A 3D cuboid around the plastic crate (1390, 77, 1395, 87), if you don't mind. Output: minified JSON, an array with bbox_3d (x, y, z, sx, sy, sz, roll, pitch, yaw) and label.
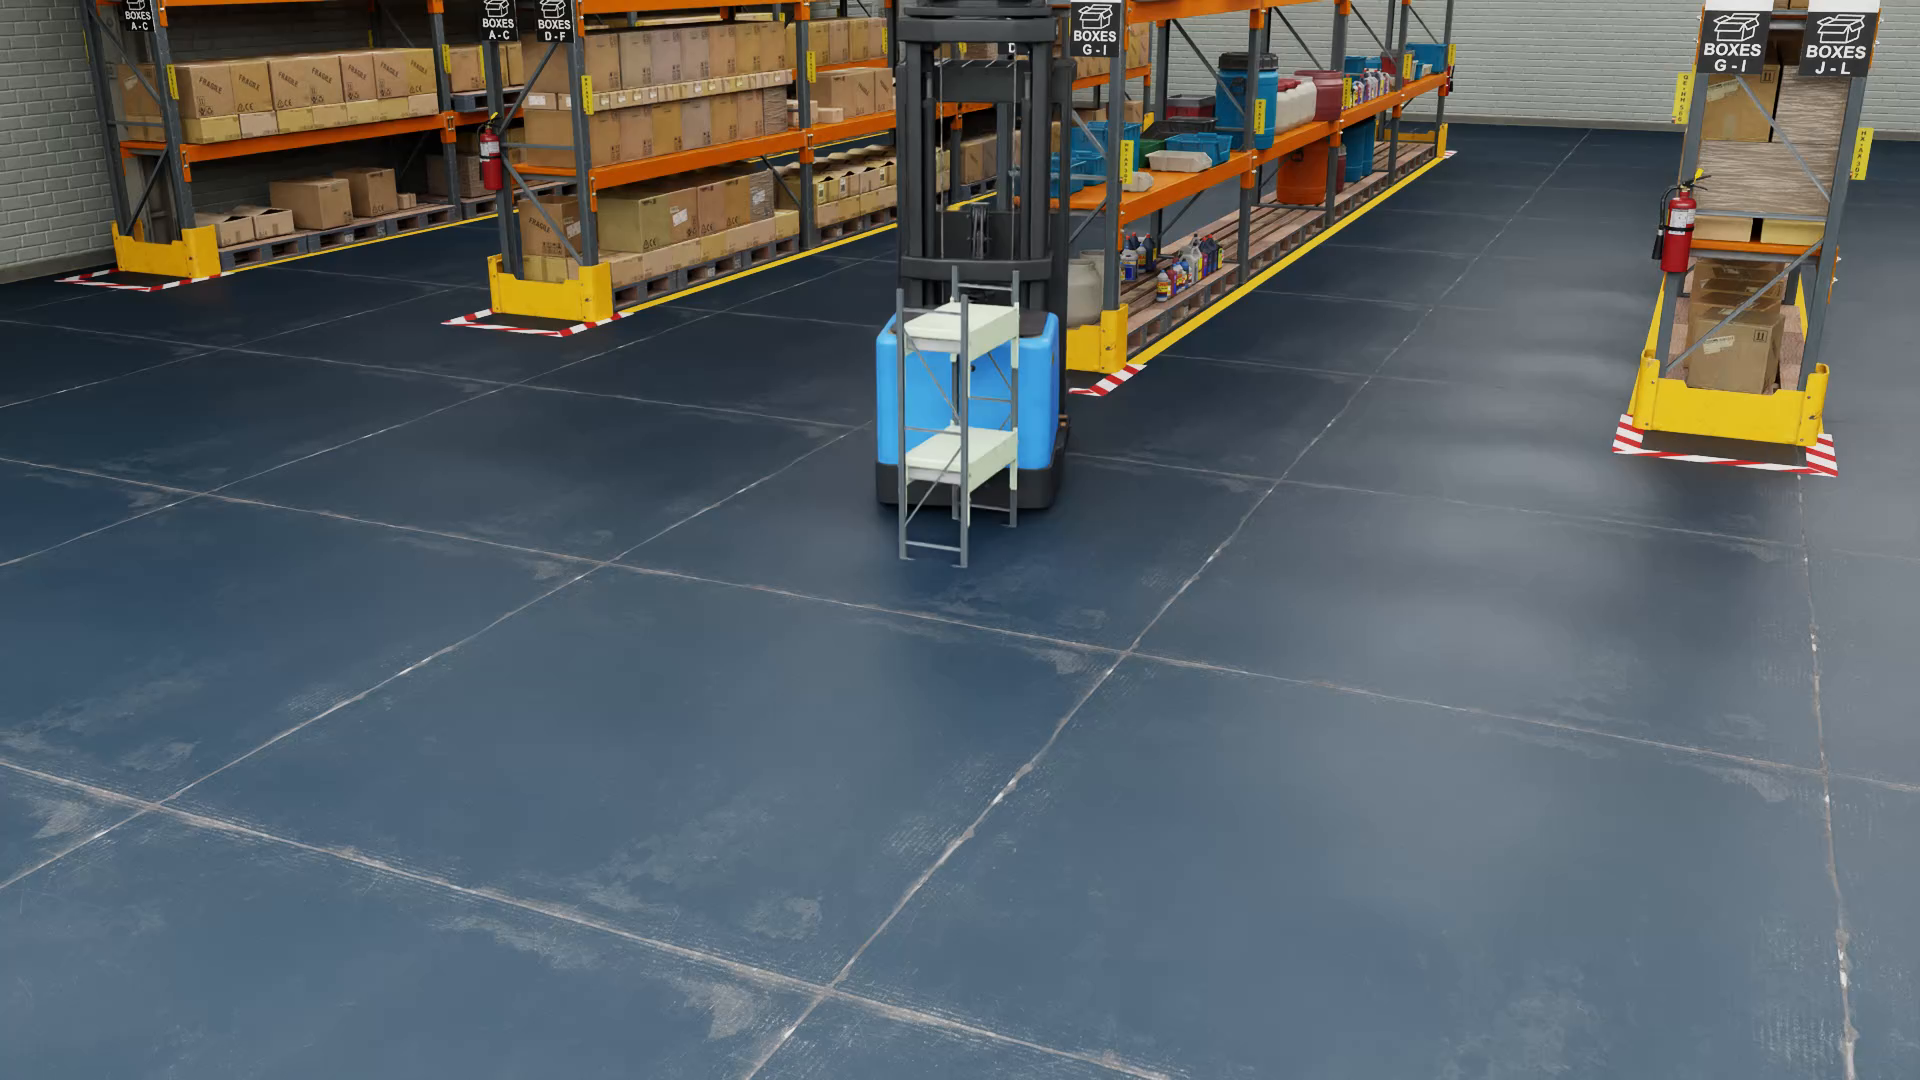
[{"bbox_3d":[6.004,-6.523,23.637,0.396,0.136,0.243,9,21,23],"label":"plastic crate"}]

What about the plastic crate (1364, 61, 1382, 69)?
[{"bbox_3d":[6.258,-7.144,25.240,0.416,0.233,0.300,9,21,23],"label":"plastic crate"}]

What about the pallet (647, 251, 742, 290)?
[{"bbox_3d":[-2.972,-2.806,17.043,1.003,0.211,1.213,9,21,23],"label":"pallet"}]

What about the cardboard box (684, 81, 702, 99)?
[{"bbox_3d":[-2.761,-4.421,16.307,0.380,0.149,0.250,9,21,23],"label":"cardboard box"}]

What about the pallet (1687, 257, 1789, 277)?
[{"bbox_3d":[7.742,-2.670,16.660,1.003,0.211,1.213,9,21,23],"label":"pallet"}]

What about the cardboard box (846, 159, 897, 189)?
[{"bbox_3d":[-1.085,-4.460,20.174,0.500,0.311,0.500,9,22,24],"label":"cardboard box"}]

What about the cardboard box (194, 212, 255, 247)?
[{"bbox_3d":[-7.903,-3.327,17.703,0.500,0.311,0.500,6,20,17],"label":"cardboard box"}]

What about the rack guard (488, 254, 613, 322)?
[{"bbox_3d":[-3.758,-2.323,15.256,1.175,0.500,0.348,9,21,23],"label":"rack guard"}]

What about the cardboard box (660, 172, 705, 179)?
[{"bbox_3d":[-2.995,-3.582,17.423,0.500,0.500,0.500,9,21,23],"label":"cardboard box"}]

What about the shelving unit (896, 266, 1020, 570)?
[{"bbox_3d":[-0.002,-0.689,9.167,0.431,1.500,0.755,8,21,22],"label":"shelving unit"}]

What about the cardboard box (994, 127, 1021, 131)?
[{"bbox_3d":[0.810,-5.713,24.130,0.500,0.500,0.500,9,21,23],"label":"cardboard box"}]

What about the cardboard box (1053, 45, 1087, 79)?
[{"bbox_3d":[1.623,-7.342,25.489,0.500,0.500,0.500,9,22,24],"label":"cardboard box"}]

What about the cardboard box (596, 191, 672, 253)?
[{"bbox_3d":[-3.122,-3.051,15.928,0.500,0.500,0.500,9,21,23],"label":"cardboard box"}]

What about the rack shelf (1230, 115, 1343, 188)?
[{"bbox_3d":[3.226,-4.323,18.221,1.077,0.370,4.000,9,21,23],"label":"rack shelf"}]

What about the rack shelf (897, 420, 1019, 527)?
[{"bbox_3d":[-0.002,-0.382,9.276,0.431,0.370,0.720,8,21,22],"label":"rack shelf"}]

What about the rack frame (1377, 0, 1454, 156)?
[{"bbox_3d":[7.321,-7.719,26.697,1.000,3.000,0.127,9,21,23],"label":"rack frame"}]

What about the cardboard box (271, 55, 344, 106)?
[{"bbox_3d":[-7.170,-5.050,18.267,0.500,0.500,0.500,9,22,24],"label":"cardboard box"}]

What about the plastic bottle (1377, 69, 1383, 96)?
[{"bbox_3d":[5.606,-6.147,22.350,0.144,0.351,0.185,9,21,23],"label":"plastic bottle"}]

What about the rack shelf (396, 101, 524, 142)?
[{"bbox_3d":[-5.812,-5.682,22.044,1.077,0.370,4.000,9,21,23],"label":"rack shelf"}]

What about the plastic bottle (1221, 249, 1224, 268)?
[{"bbox_3d":[2.543,-2.786,16.345,0.097,0.201,0.097,0,20,0],"label":"plastic bottle"}]

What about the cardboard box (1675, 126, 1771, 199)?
[{"bbox_3d":[5.634,-2.669,11.904,0.875,0.500,0.500,9,21,23],"label":"cardboard box"}]

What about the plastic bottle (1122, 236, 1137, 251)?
[{"bbox_3d":[1.621,-2.762,16.056,0.144,0.351,0.185,8,21,20],"label":"plastic bottle"}]

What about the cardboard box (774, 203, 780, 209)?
[{"bbox_3d":[-2.205,-3.800,19.155,0.500,0.250,0.500,8,21,22],"label":"cardboard box"}]

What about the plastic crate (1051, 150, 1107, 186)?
[{"bbox_3d":[0.973,-3.149,14.070,0.499,0.251,0.408,9,21,23],"label":"plastic crate"}]

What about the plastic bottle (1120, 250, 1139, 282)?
[{"bbox_3d":[1.592,-2.584,15.667,0.152,0.276,0.135,9,21,23],"label":"plastic bottle"}]

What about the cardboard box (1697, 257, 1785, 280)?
[{"bbox_3d":[7.197,-2.585,15.335,0.700,0.500,0.500,7,21,19],"label":"cardboard box"}]

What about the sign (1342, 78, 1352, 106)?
[{"bbox_3d":[4.550,-5.277,19.586,0.100,0.325,0.005,9,21,23],"label":"sign"}]

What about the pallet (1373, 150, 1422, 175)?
[{"bbox_3d":[6.447,-5.787,25.425,1.003,0.211,1.213,9,21,23],"label":"pallet"}]

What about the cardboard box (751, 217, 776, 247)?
[{"bbox_3d":[-2.314,-3.310,17.778,0.500,0.250,0.500,9,21,23],"label":"cardboard box"}]

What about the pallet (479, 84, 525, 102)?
[{"bbox_3d":[-5.766,-5.932,21.957,1.003,0.211,1.213,9,21,23],"label":"pallet"}]

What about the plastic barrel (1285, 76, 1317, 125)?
[{"bbox_3d":[3.819,-4.982,18.835,0.421,0.512,0.421,0,20,0],"label":"plastic barrel"}]

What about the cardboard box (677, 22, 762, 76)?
[{"bbox_3d":[-2.492,-5.099,17.243,0.700,0.500,0.500,8,21,23],"label":"cardboard box"}]

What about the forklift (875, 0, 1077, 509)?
[{"bbox_3d":[0.174,-2.017,10.766,1.130,2.935,3.031,2,20,6],"label":"forklift"}]

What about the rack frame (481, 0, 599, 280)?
[{"bbox_3d":[-3.748,-3.509,14.858,1.000,3.000,0.127,9,21,23],"label":"rack frame"}]

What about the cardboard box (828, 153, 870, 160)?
[{"bbox_3d":[-1.373,-4.684,20.802,0.500,0.311,0.500,8,21,21],"label":"cardboard box"}]

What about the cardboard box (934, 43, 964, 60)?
[{"bbox_3d":[-0.317,-6.407,22.232,0.700,0.500,0.500,2,20,4],"label":"cardboard box"}]

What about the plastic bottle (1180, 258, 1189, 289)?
[{"bbox_3d":[2.061,-2.458,15.320,0.097,0.271,0.097,0,20,0],"label":"plastic bottle"}]

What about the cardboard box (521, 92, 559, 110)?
[{"bbox_3d":[-3.765,-4.004,15.134,0.380,0.149,0.250,8,21,22],"label":"cardboard box"}]

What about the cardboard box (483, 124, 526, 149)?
[{"bbox_3d":[-5.958,-5.315,21.891,0.500,0.250,0.500,8,21,21],"label":"cardboard box"}]

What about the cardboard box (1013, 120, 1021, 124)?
[{"bbox_3d":[0.746,-6.092,25.196,0.500,0.500,0.500,8,21,20],"label":"cardboard box"}]

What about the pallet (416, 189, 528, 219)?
[{"bbox_3d":[-6.313,-4.334,21.341,1.003,0.211,1.213,9,21,23],"label":"pallet"}]

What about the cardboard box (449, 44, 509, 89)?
[{"bbox_3d":[-6.156,-5.985,21.016,0.700,0.500,0.500,11,22,28],"label":"cardboard box"}]

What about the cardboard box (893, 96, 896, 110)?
[{"bbox_3d":[-0.943,-5.438,20.659,0.380,0.149,0.250,10,22,27],"label":"cardboard box"}]

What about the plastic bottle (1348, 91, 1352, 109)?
[{"bbox_3d":[4.803,-5.482,20.582,0.061,0.283,0.133,9,21,23],"label":"plastic bottle"}]

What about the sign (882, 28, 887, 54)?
[{"bbox_3d":[-0.971,-6.534,21.755,0.100,0.325,0.005,9,21,23],"label":"sign"}]

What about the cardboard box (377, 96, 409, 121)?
[{"bbox_3d":[-6.760,-5.011,19.277,0.500,0.250,0.500,9,21,23],"label":"cardboard box"}]

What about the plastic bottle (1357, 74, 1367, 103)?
[{"bbox_3d":[5.154,-5.810,21.403,0.144,0.351,0.185,9,21,23],"label":"plastic bottle"}]

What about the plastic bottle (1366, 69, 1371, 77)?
[{"bbox_3d":[5.474,-6.167,22.406,0.144,0.351,0.185,9,21,23],"label":"plastic bottle"}]

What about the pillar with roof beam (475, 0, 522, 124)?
[{"bbox_3d":[-2.387,-8.590,20.192,9.100,9.000,0.400,9,21,23],"label":"pillar with roof beam"}]

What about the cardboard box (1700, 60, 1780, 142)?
[{"bbox_3d":[5.288,-3.009,11.366,0.500,0.500,0.500,9,21,23],"label":"cardboard box"}]

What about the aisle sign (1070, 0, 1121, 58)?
[{"bbox_3d":[1.007,-3.990,12.333,0.394,0.787,0.004,9,21,23],"label":"aisle sign"}]

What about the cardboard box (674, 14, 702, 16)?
[{"bbox_3d":[-4.190,-7.986,25.705,0.500,0.250,0.500,8,21,21],"label":"cardboard box"}]

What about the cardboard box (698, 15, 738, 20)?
[{"bbox_3d":[-3.740,-7.917,25.511,0.500,0.250,0.500,9,21,24],"label":"cardboard box"}]

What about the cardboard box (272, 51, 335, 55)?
[{"bbox_3d":[-7.438,-5.278,18.907,0.500,0.500,0.500,9,22,24],"label":"cardboard box"}]
